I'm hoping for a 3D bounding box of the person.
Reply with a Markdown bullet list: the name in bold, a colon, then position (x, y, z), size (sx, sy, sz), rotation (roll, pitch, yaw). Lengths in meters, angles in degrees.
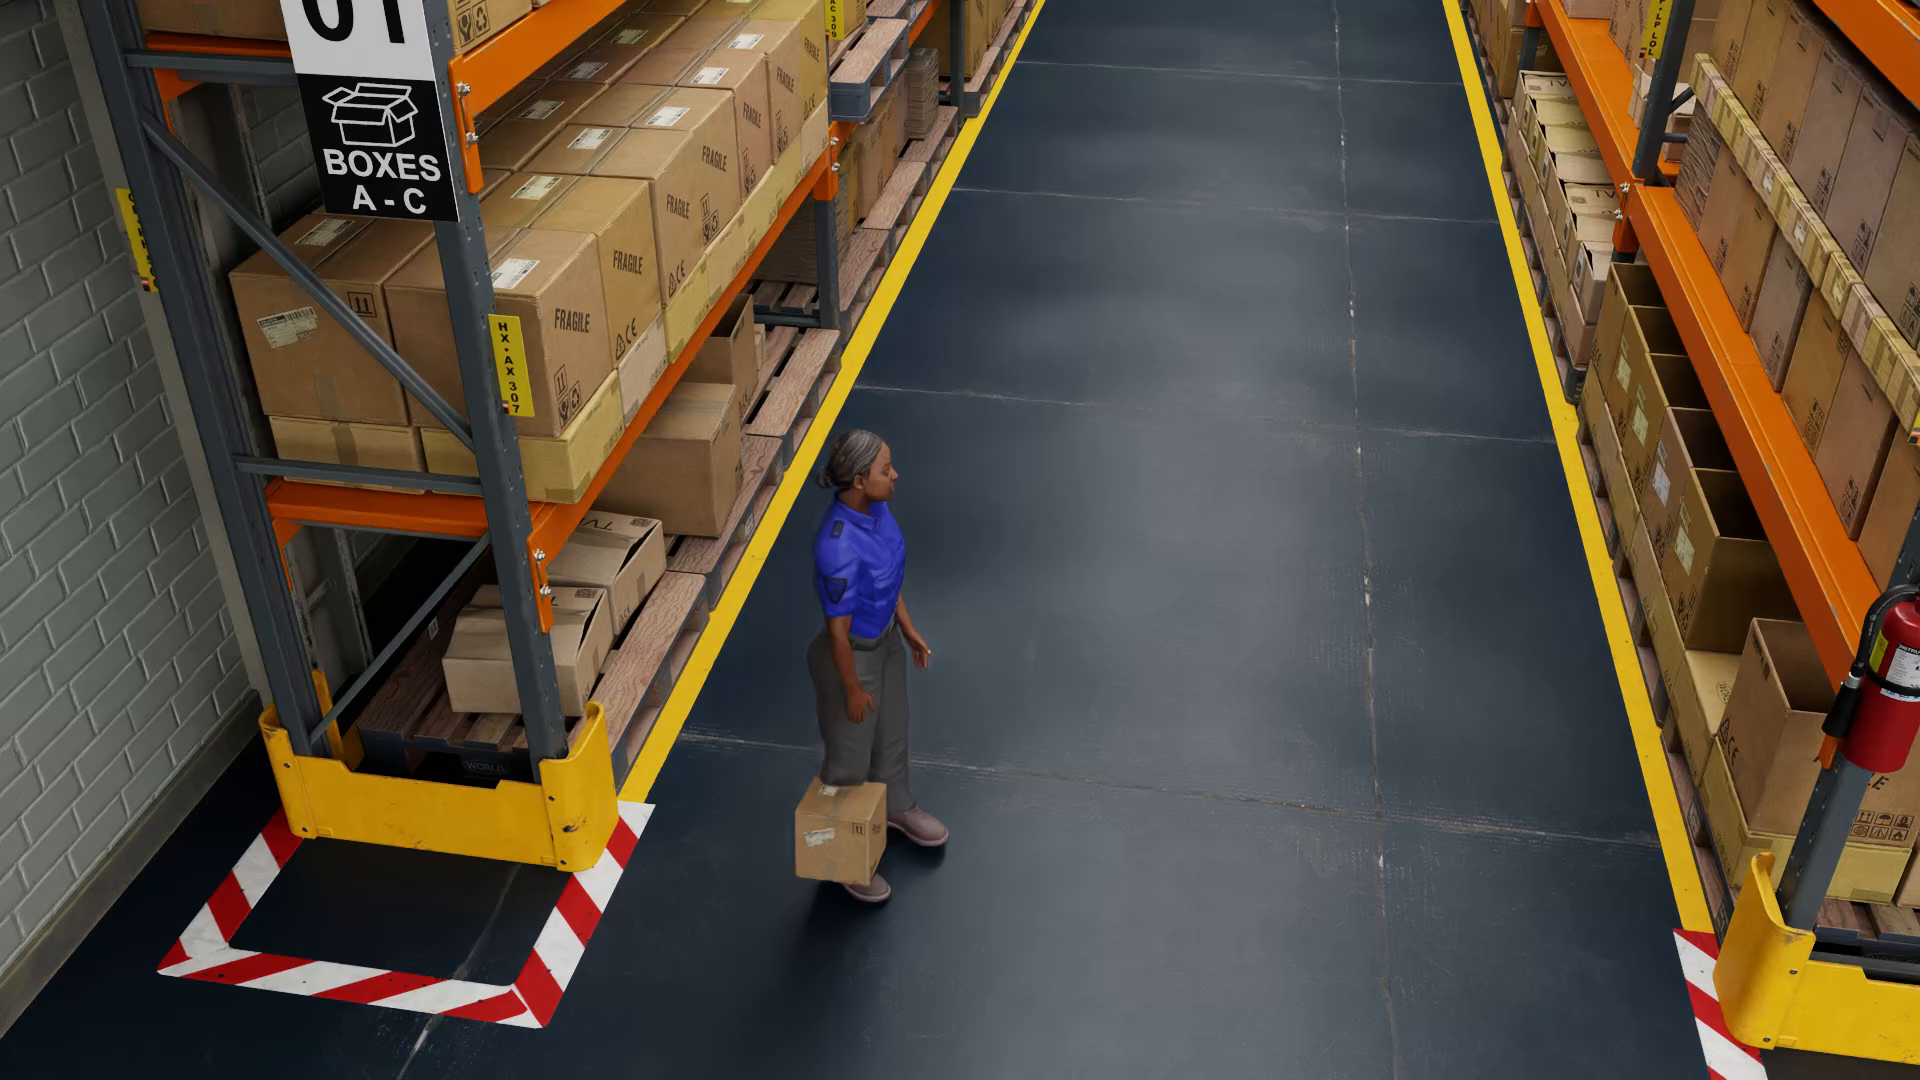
- **person**: position (-0.278, 0.410, 5.462), size (0.441, 1.668, 0.502), rotation (8, 33, 12)
